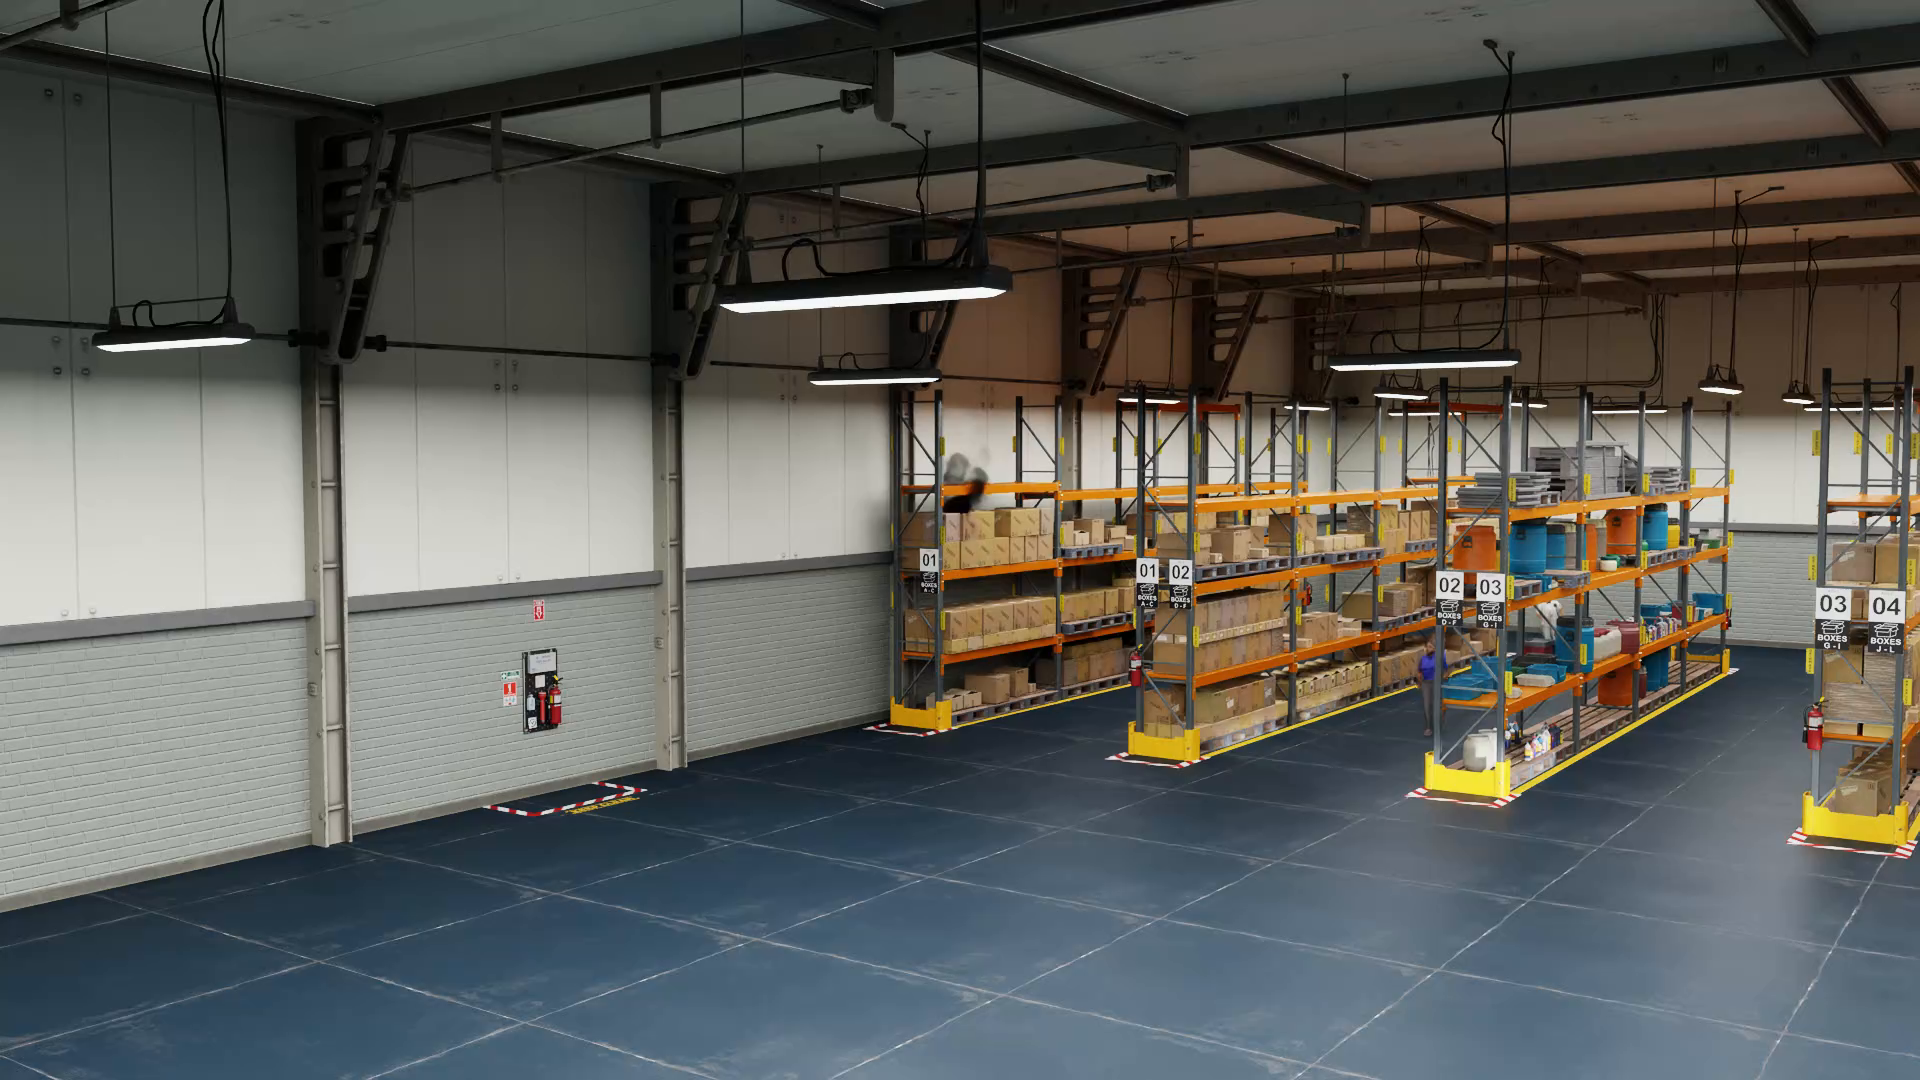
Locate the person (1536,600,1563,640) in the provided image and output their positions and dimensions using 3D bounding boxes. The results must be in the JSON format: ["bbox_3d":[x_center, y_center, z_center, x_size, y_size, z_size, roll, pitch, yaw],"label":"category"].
[{"bbox_3d":[13.733,2.022,38.742,0.599,1.712,0.638,2,4,26],"label":"person"}]

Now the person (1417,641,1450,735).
[{"bbox_3d":[8.237,2.573,28.992,0.575,1.626,0.533,2,4,34],"label":"person"}]
